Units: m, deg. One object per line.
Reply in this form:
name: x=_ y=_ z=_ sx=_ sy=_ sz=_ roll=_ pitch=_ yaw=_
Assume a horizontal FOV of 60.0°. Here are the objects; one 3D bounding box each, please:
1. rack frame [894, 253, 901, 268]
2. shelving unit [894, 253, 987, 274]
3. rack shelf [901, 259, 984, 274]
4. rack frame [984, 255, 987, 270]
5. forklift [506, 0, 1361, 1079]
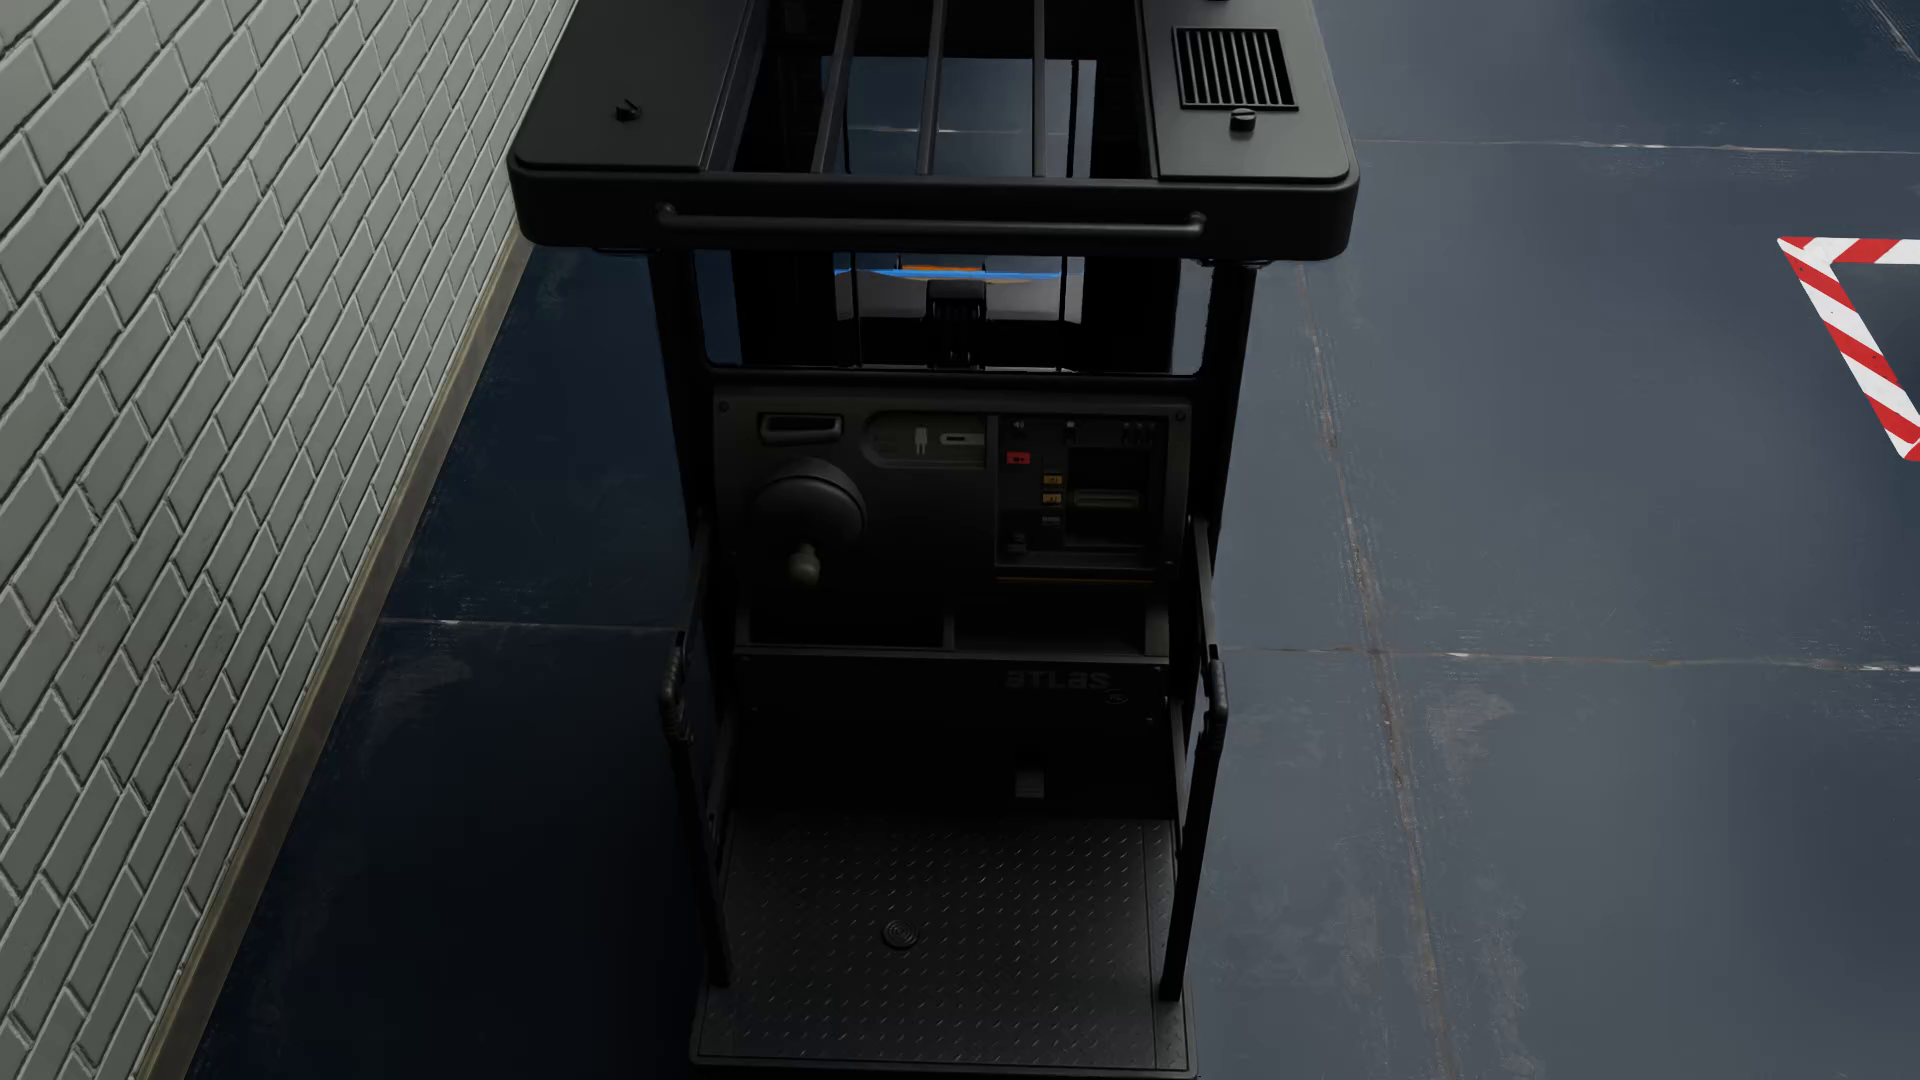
rack frame: x=-0.174 y=-0.440 z=4.952 sx=0.008 sy=1.050 sz=0.200 roll=1 pitch=43 yaw=1
shelving unit: x=-0.052 y=-0.438 z=4.950 sx=0.252 sy=1.050 sz=0.215 roll=1 pitch=43 yaw=1
rack shelf: x=-0.052 y=-0.638 z=4.764 sx=0.240 sy=0.259 sz=0.215 roll=1 pitch=43 yaw=1
rack frame: x=0.070 y=-0.437 z=4.948 sx=0.008 sy=1.050 sz=0.200 roll=1 pitch=43 yaw=1
forklift: x=-0.023 y=-0.011 z=3.111 sx=1.130 sy=2.935 sz=3.031 roll=1 pitch=43 yaw=1
